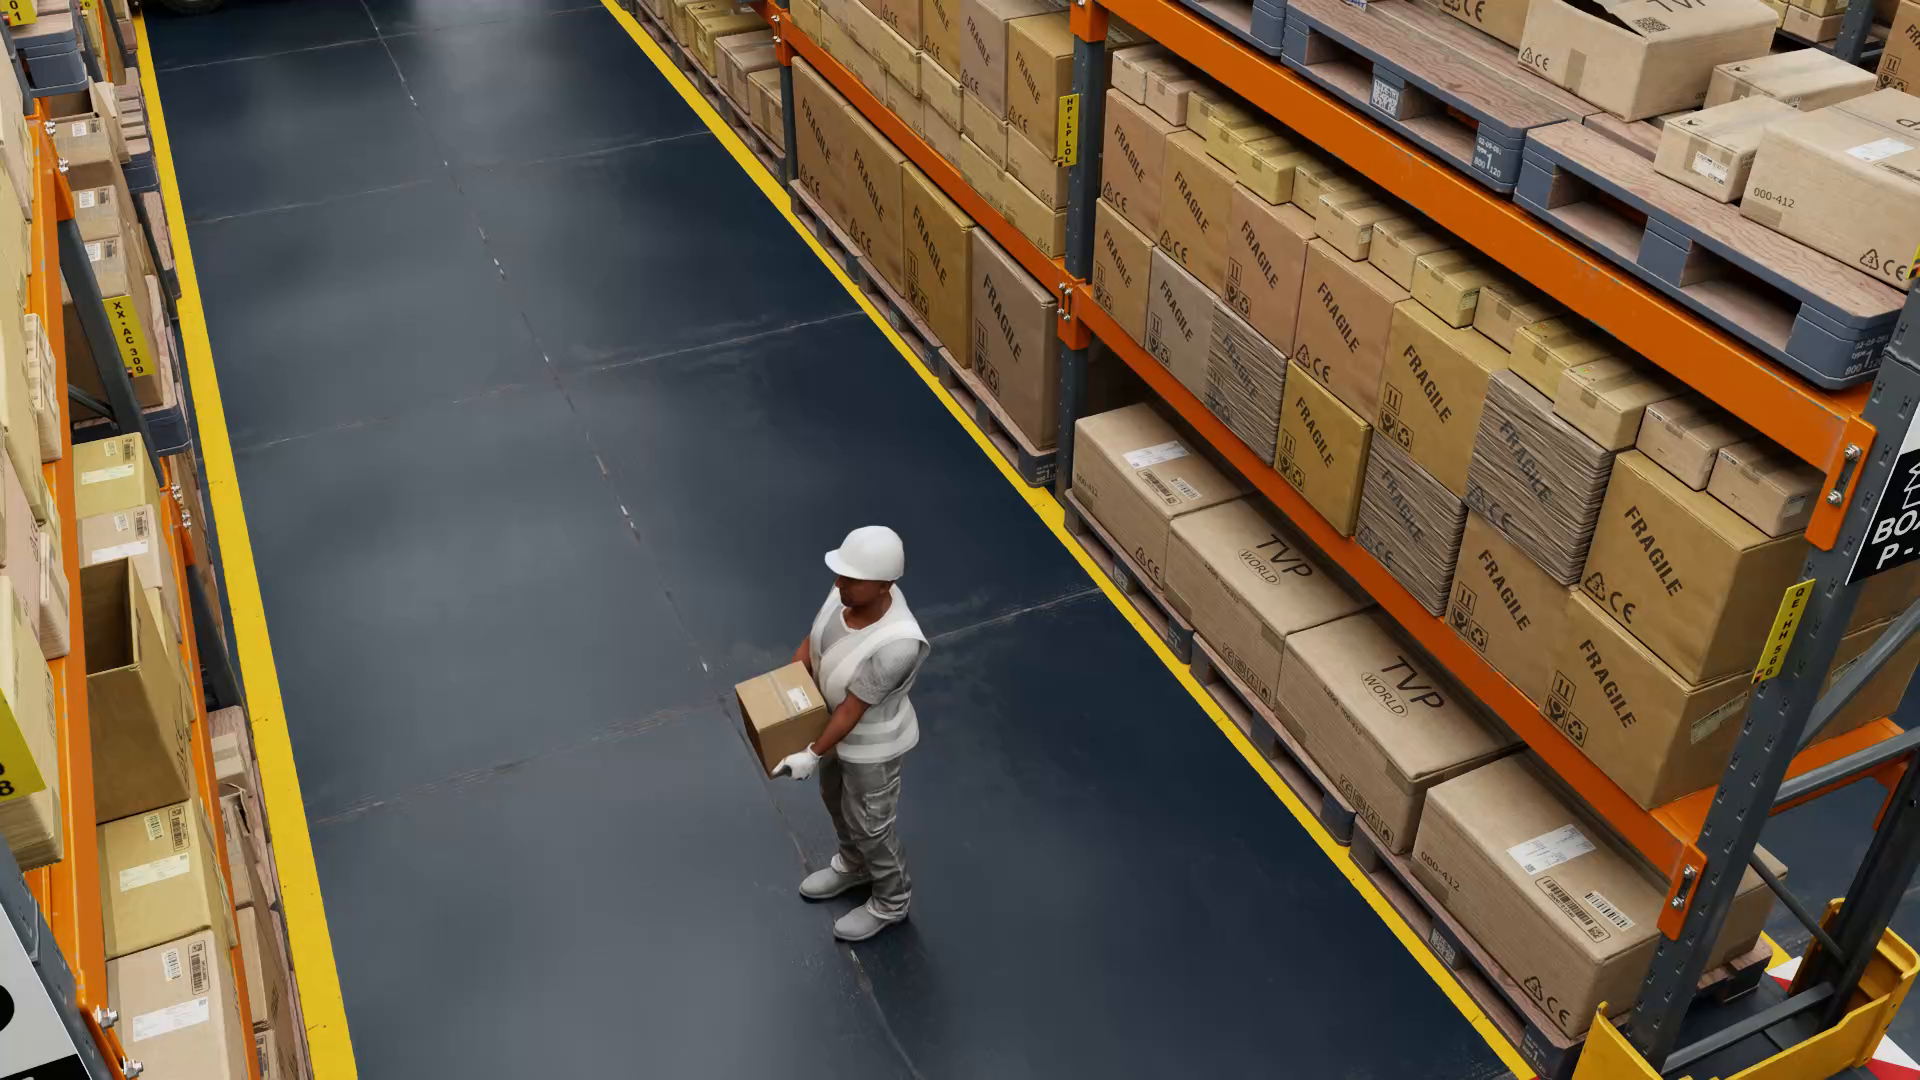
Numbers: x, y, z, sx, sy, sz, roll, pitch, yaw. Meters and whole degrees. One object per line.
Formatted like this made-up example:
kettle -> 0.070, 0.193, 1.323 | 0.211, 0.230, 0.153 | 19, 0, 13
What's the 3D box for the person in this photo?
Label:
person -> -0.430, 0.711, 5.897 | 0.572, 1.778, 0.488 | -15, 39, -19
